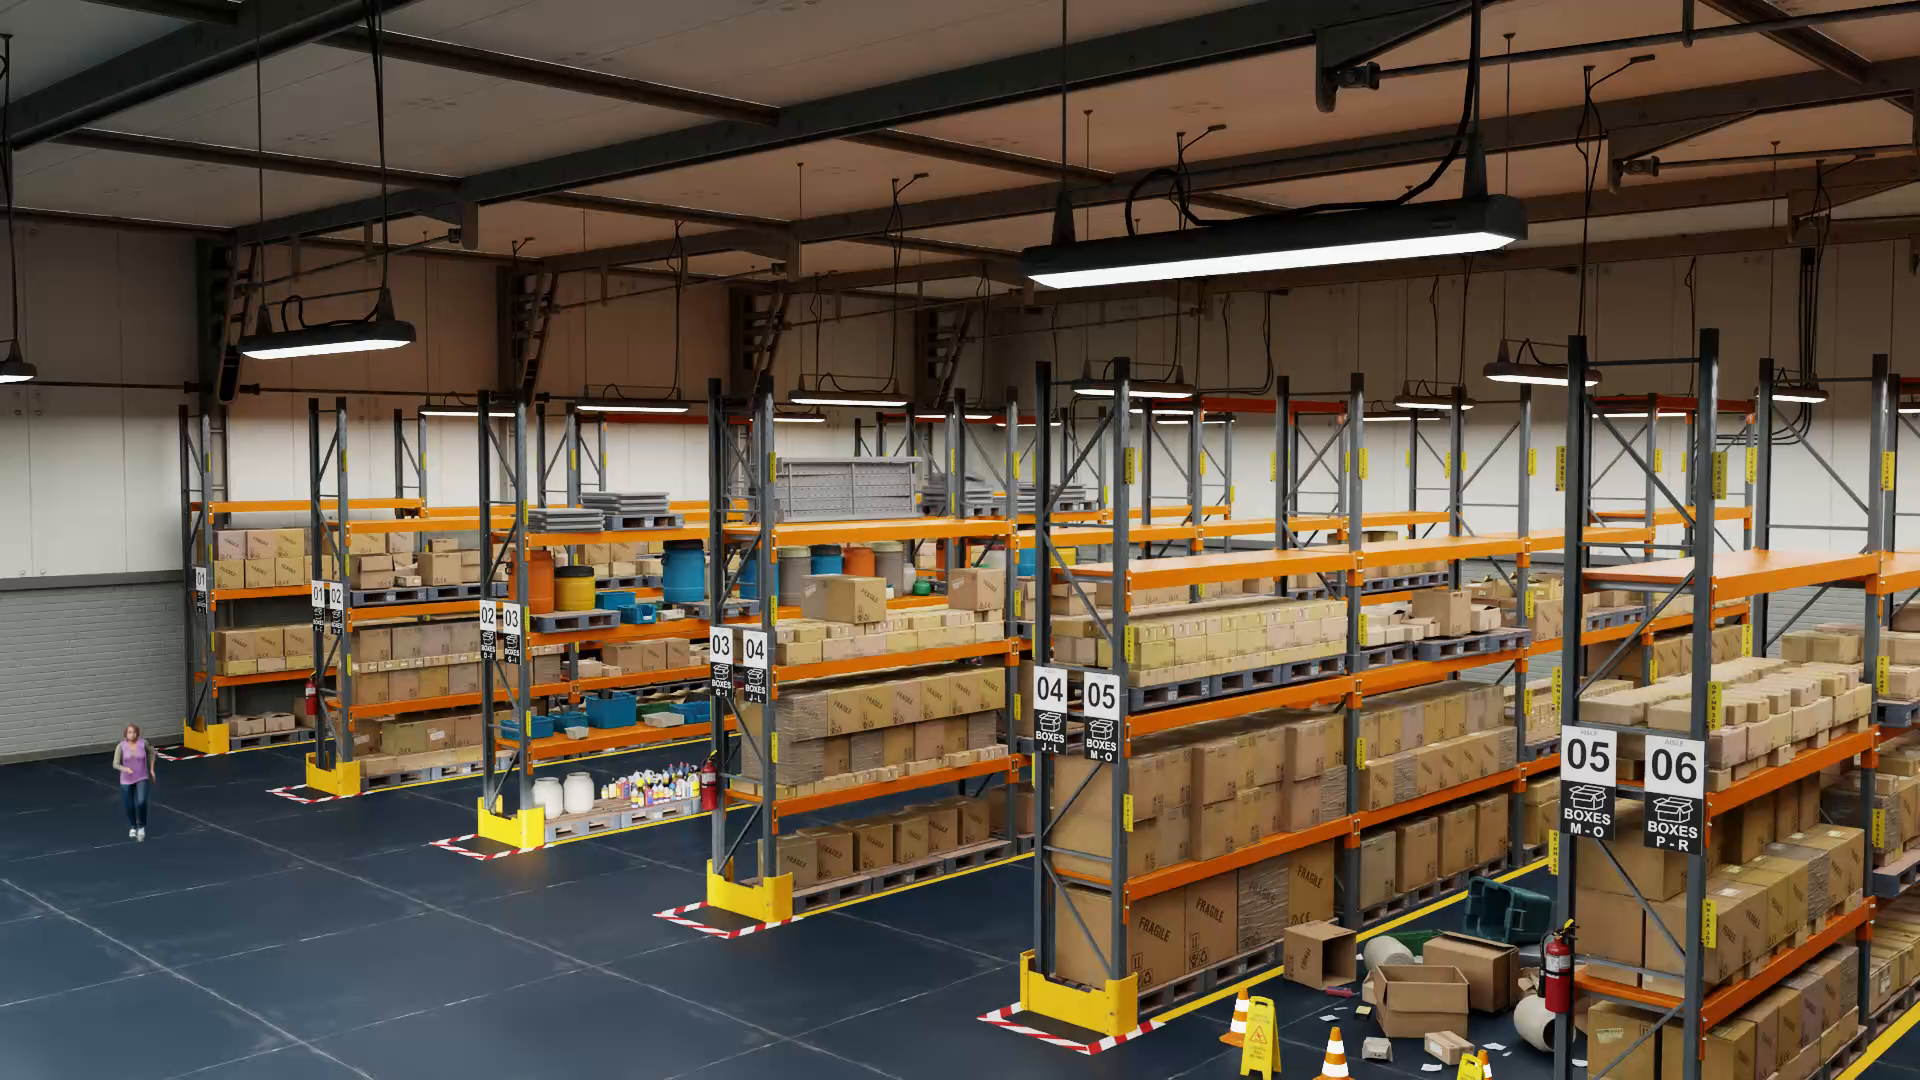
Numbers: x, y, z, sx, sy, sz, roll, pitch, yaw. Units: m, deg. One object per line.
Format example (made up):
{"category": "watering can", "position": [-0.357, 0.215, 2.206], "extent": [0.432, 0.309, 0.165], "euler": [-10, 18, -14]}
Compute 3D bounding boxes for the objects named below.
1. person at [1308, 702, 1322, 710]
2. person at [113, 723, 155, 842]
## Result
{"category": "person", "position": [5.093, 3.115, 23.263], "extent": [0.662, 1.733, 1.047], "euler": [3, 4, 41]}
{"category": "person", "position": [-10.911, 3.205, 21.985], "extent": [0.504, 1.585, 0.732], "euler": [-1, 3, -26]}
